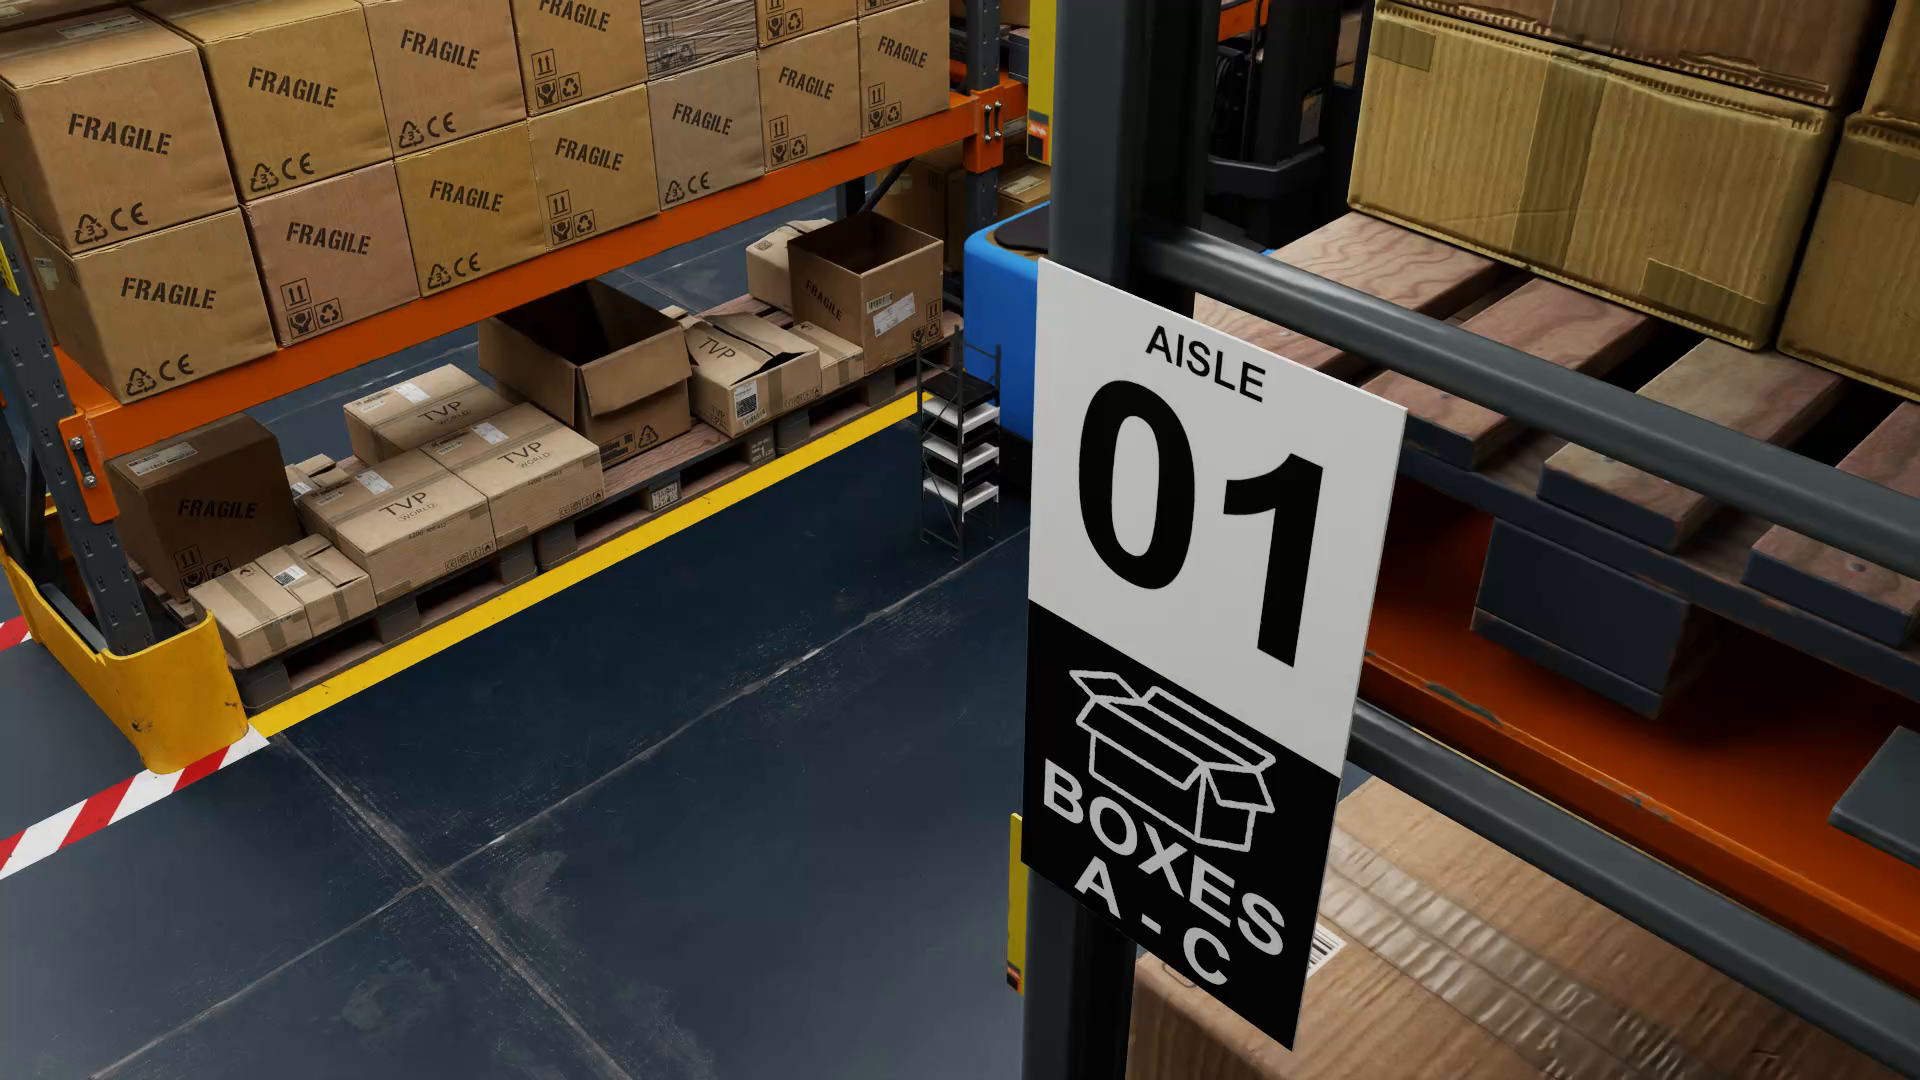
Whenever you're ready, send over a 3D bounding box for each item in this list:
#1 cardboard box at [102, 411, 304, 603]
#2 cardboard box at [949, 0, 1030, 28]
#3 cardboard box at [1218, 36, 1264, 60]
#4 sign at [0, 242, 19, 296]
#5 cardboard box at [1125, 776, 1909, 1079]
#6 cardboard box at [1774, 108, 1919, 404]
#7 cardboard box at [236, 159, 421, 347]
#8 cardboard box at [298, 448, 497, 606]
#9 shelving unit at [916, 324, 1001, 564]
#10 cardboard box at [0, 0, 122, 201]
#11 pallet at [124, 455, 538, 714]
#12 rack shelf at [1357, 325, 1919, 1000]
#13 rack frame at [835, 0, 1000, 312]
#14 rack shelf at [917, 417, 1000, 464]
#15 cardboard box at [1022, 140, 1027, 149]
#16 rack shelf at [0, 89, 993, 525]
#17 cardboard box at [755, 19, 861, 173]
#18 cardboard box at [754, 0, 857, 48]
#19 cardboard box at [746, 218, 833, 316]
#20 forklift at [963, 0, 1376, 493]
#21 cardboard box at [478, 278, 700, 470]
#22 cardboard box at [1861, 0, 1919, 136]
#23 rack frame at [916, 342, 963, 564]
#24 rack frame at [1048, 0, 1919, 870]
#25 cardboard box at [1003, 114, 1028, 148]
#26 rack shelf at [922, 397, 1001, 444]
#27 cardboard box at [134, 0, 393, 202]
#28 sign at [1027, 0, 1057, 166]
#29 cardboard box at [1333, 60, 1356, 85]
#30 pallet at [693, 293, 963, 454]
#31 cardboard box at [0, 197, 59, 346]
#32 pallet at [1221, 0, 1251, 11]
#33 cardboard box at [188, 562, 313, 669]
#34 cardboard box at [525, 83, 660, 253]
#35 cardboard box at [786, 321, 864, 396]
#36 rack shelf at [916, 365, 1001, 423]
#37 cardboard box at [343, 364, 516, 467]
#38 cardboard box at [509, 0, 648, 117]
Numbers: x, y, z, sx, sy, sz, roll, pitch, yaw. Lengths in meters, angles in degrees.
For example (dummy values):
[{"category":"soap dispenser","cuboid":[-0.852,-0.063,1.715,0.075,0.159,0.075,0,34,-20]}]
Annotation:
[{"category":"cardboard box","cuboid":[-2.832,-0.172,6.175,0.500,0.500,0.500,30,45,35]},{"category":"cardboard box","cuboid":[0.270,-2.636,7.453,0.700,0.500,0.500,15,38,21]},{"category":"cardboard box","cuboid":[1.349,-2.491,8.845,0.500,0.250,0.500,29,44,35]},{"category":"sign","cuboid":[-2.656,-0.833,4.566,0.100,0.325,0.005,30,45,35]},{"category":"cardboard box","cuboid":[0.829,0.964,2.483,0.700,0.700,0.980,-28,43,-34]},{"category":"cardboard box","cuboid":[1.166,-0.281,1.585,0.500,0.250,0.500,-27,43,-33]},{"category":"cardboard box","cuboid":[-2.181,-1.023,5.507,0.500,0.500,0.500,29,44,35]},{"category":"cardboard box","cuboid":[-2.104,-0.059,6.231,0.500,0.250,0.500,30,45,35]},{"category":"shelving unit","cuboid":[-0.006,-0.366,6.488,0.258,0.900,0.210,30,45,35]},{"category":"cardboard box","cuboid":[-2.922,-1.439,5.230,0.500,0.500,0.500,29,44,35]},{"category":"pallet","cuboid":[-2.426,0.092,6.433,1.003,0.211,1.213,30,45,35]},{"category":"rack shelf","cuboid":[1.886,-0.449,2.778,1.077,0.370,4.000,30,45,35]},{"category":"rack frame","cuboid":[-0.222,-2.320,7.455,1.000,3.000,0.127,30,45,35]},{"category":"rack shelf","cuboid":[-0.006,-0.412,6.455,0.258,0.077,0.200,30,45,35]},{"category":"cardboard box","cuboid":[0.659,-1.795,8.502,0.500,0.500,0.500,-29,44,-35]},{"category":"rack shelf","cuboid":[-1.632,-1.213,6.497,1.077,0.370,4.000,30,45,35]},{"category":"cardboard box","cuboid":[-0.755,-1.845,6.686,0.500,0.500,0.500,-29,44,-34]},{"category":"cardboard box","cuboid":[-0.754,-2.253,6.397,0.500,0.500,0.500,29,44,35]},{"category":"cardboard box","cuboid":[-0.672,-1.315,7.979,0.500,0.311,0.500,30,45,35]},{"category":"forklift","cuboid":[1.388,-1.937,6.965,1.130,2.935,3.031,29,44,35]},{"category":"cardboard box","cuboid":[-1.543,-0.712,6.947,0.797,0.503,0.637,30,45,35]},{"category":"cardboard box","cuboid":[1.163,-0.590,1.373,0.500,0.500,0.500,28,43,34]},{"category":"rack frame","cuboid":[-0.077,-0.325,6.429,0.240,0.900,0.006,30,45,35]},{"category":"rack frame","cuboid":[0.477,-1.162,0.550,1.000,3.000,0.127,30,45,35]},{"category":"cardboard box","cuboid":[0.276,-1.989,8.780,0.500,0.500,0.500,-30,45,-35]},{"category":"rack shelf","cuboid":[-0.006,-0.486,6.404,0.258,0.077,0.200,30,45,35]},{"category":"cardboard box","cuboid":[-2.178,-1.437,5.227,0.500,0.500,0.500,-29,44,-35]},{"category":"sign","cuboid":[0.102,-0.487,1.499,0.100,0.325,0.005,30,45,35]},{"category":"cardboard box","cuboid":[2.103,-2.625,9.692,0.500,0.500,0.500,-28,44,-34]},{"category":"pallet","cuboid":[-0.707,-0.898,7.853,1.003,0.211,1.213,30,45,35]},{"category":"cardboard box","cuboid":[-2.918,-1.029,5.516,0.500,0.500,0.500,-28,44,-34]},{"category":"pallet","cuboid":[1.229,-3.074,8.703,1.003,0.211,1.213,30,45,35]},{"category":"cardboard box","cuboid":[-2.502,0.261,5.861,0.380,0.149,0.250,30,45,35]},{"category":"cardboard box","cuboid":[-1.472,-1.428,6.088,0.500,0.500,0.500,-29,44,-35]},{"category":"cardboard box","cuboid":[-0.644,-0.809,7.396,0.380,0.149,0.250,30,45,35]},{"category":"rack shelf","cuboid":[-0.006,-0.560,6.352,0.258,0.077,0.200,30,45,35]},{"category":"cardboard box","cuboid":[-2.142,-0.443,6.782,0.500,0.250,0.500,30,45,35]},{"category":"cardboard box","cuboid":[-1.465,-1.845,5.811,0.500,0.500,0.500,29,44,35]}]
